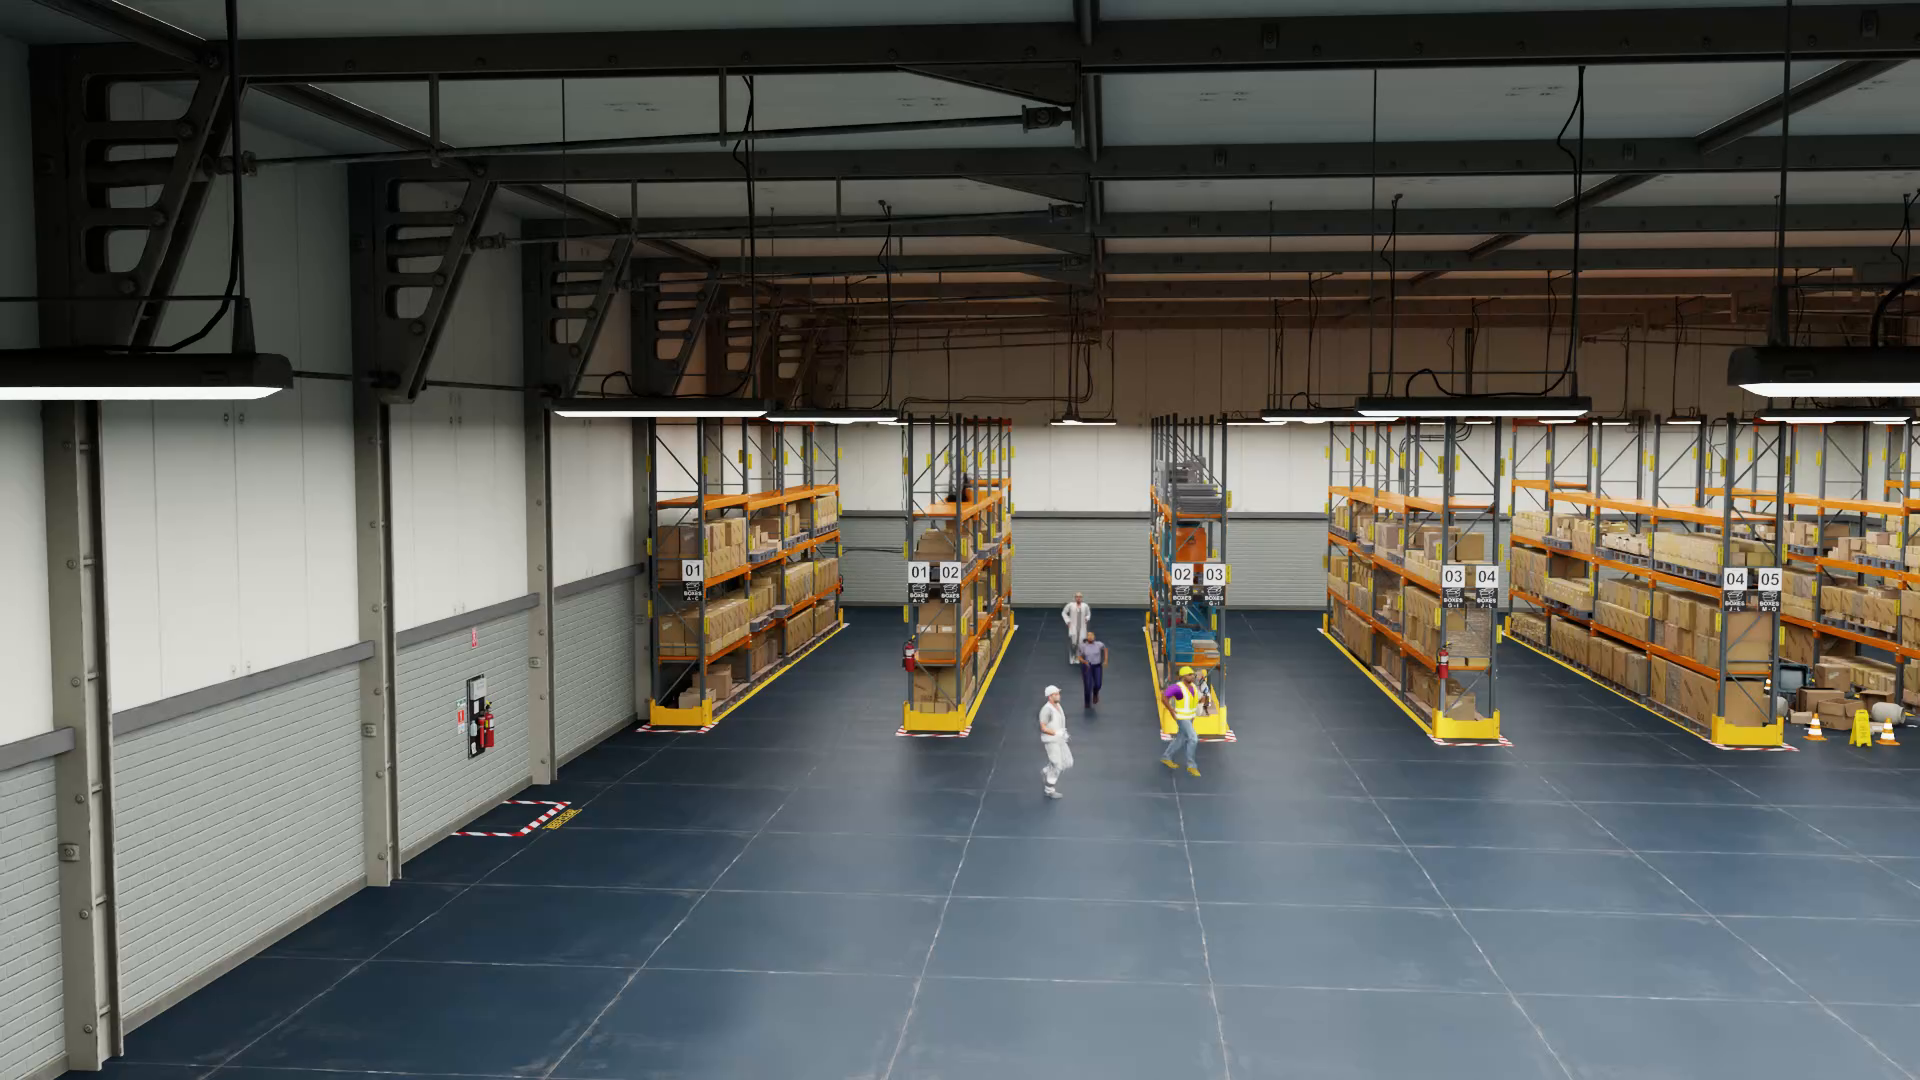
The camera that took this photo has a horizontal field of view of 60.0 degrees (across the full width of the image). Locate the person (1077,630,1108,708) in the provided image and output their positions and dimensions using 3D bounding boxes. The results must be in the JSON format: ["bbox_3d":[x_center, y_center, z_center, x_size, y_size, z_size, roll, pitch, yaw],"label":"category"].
[{"bbox_3d":[2.705,2.642,33.884,0.628,1.601,0.697,0,4,3],"label":"person"}]

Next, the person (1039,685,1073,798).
[{"bbox_3d":[1.469,3.121,25.762,0.593,1.742,0.655,2,4,29],"label":"person"}]

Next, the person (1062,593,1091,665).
[{"bbox_3d":[2.838,2.145,40.117,0.680,1.750,0.695,-1,4,-8],"label":"person"}]

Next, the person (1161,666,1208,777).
[{"bbox_3d":[3.719,2.993,27.587,0.788,1.831,0.665,3,5,35],"label":"person"}]
